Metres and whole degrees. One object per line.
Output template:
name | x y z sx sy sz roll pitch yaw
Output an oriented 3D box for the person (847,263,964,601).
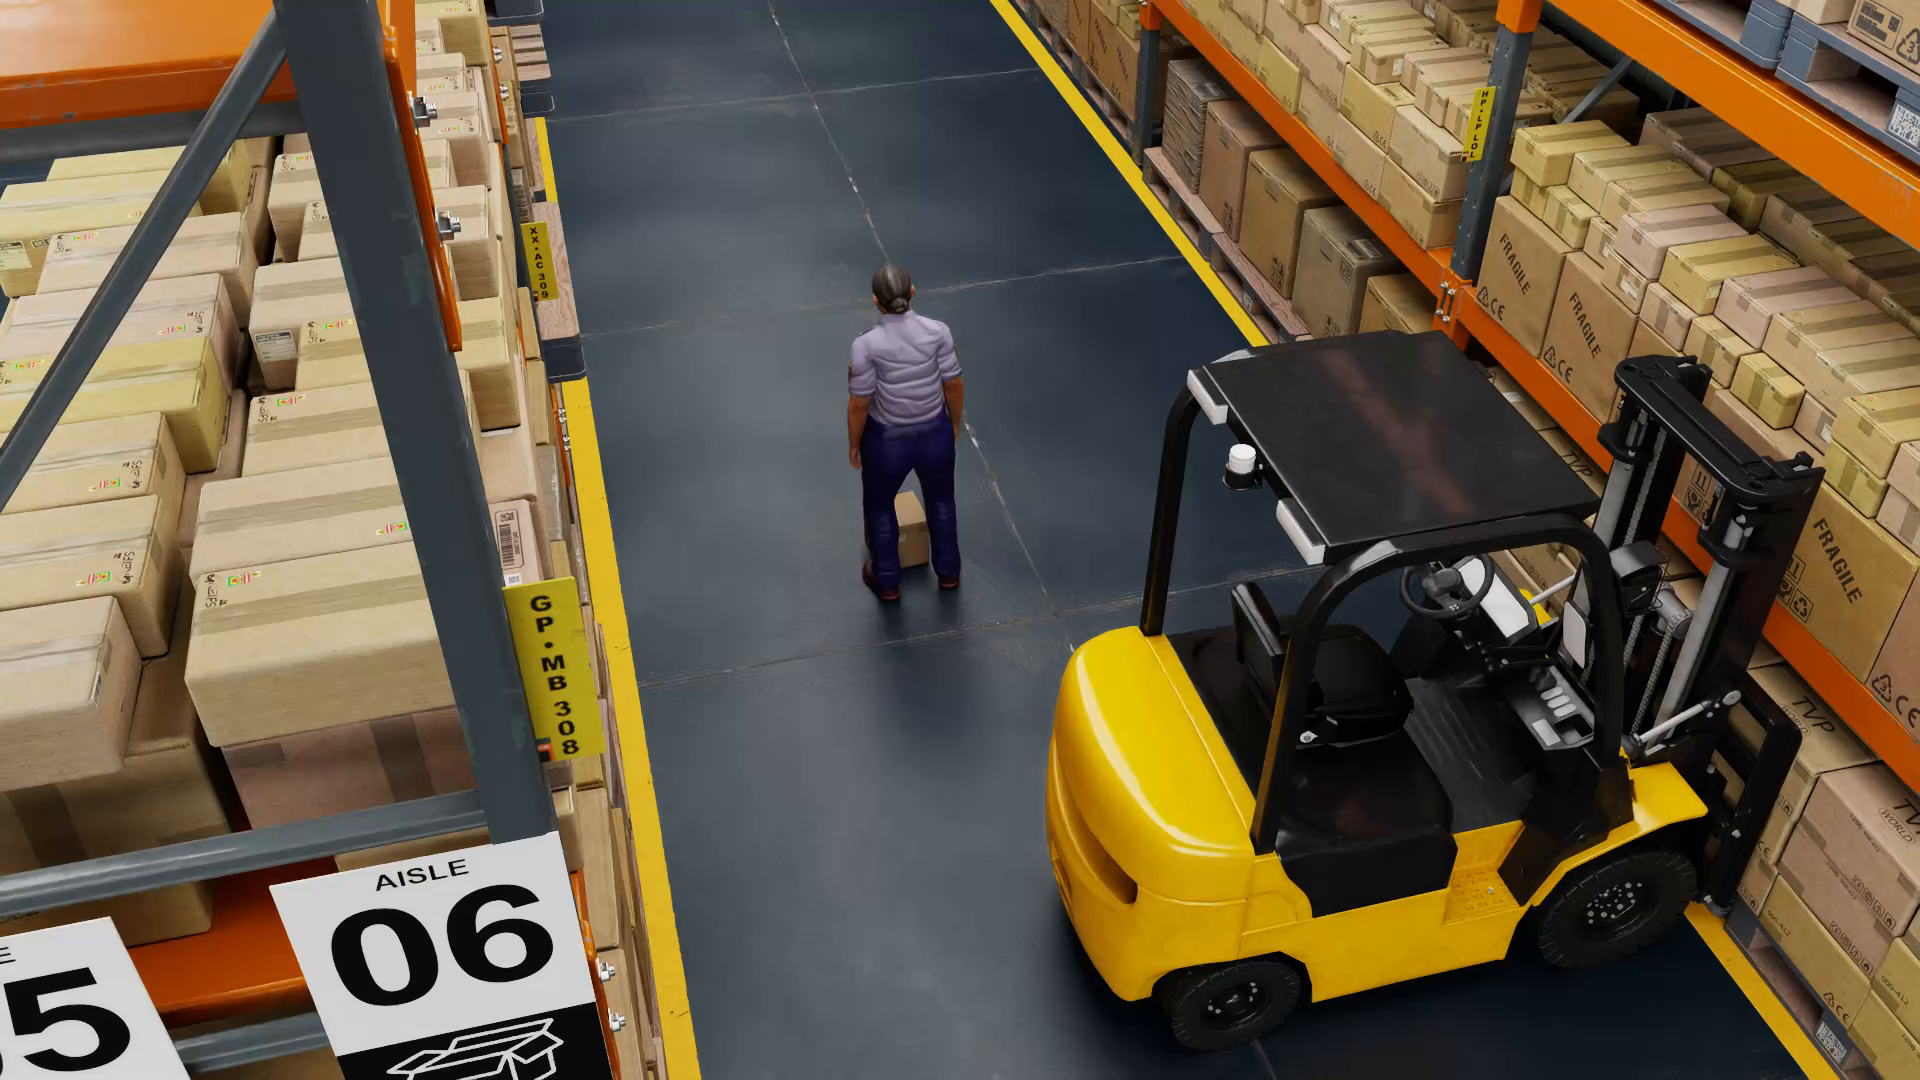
person | -0.229 -0.445 7.282 0.549 1.650 0.370 -11 40 -14
